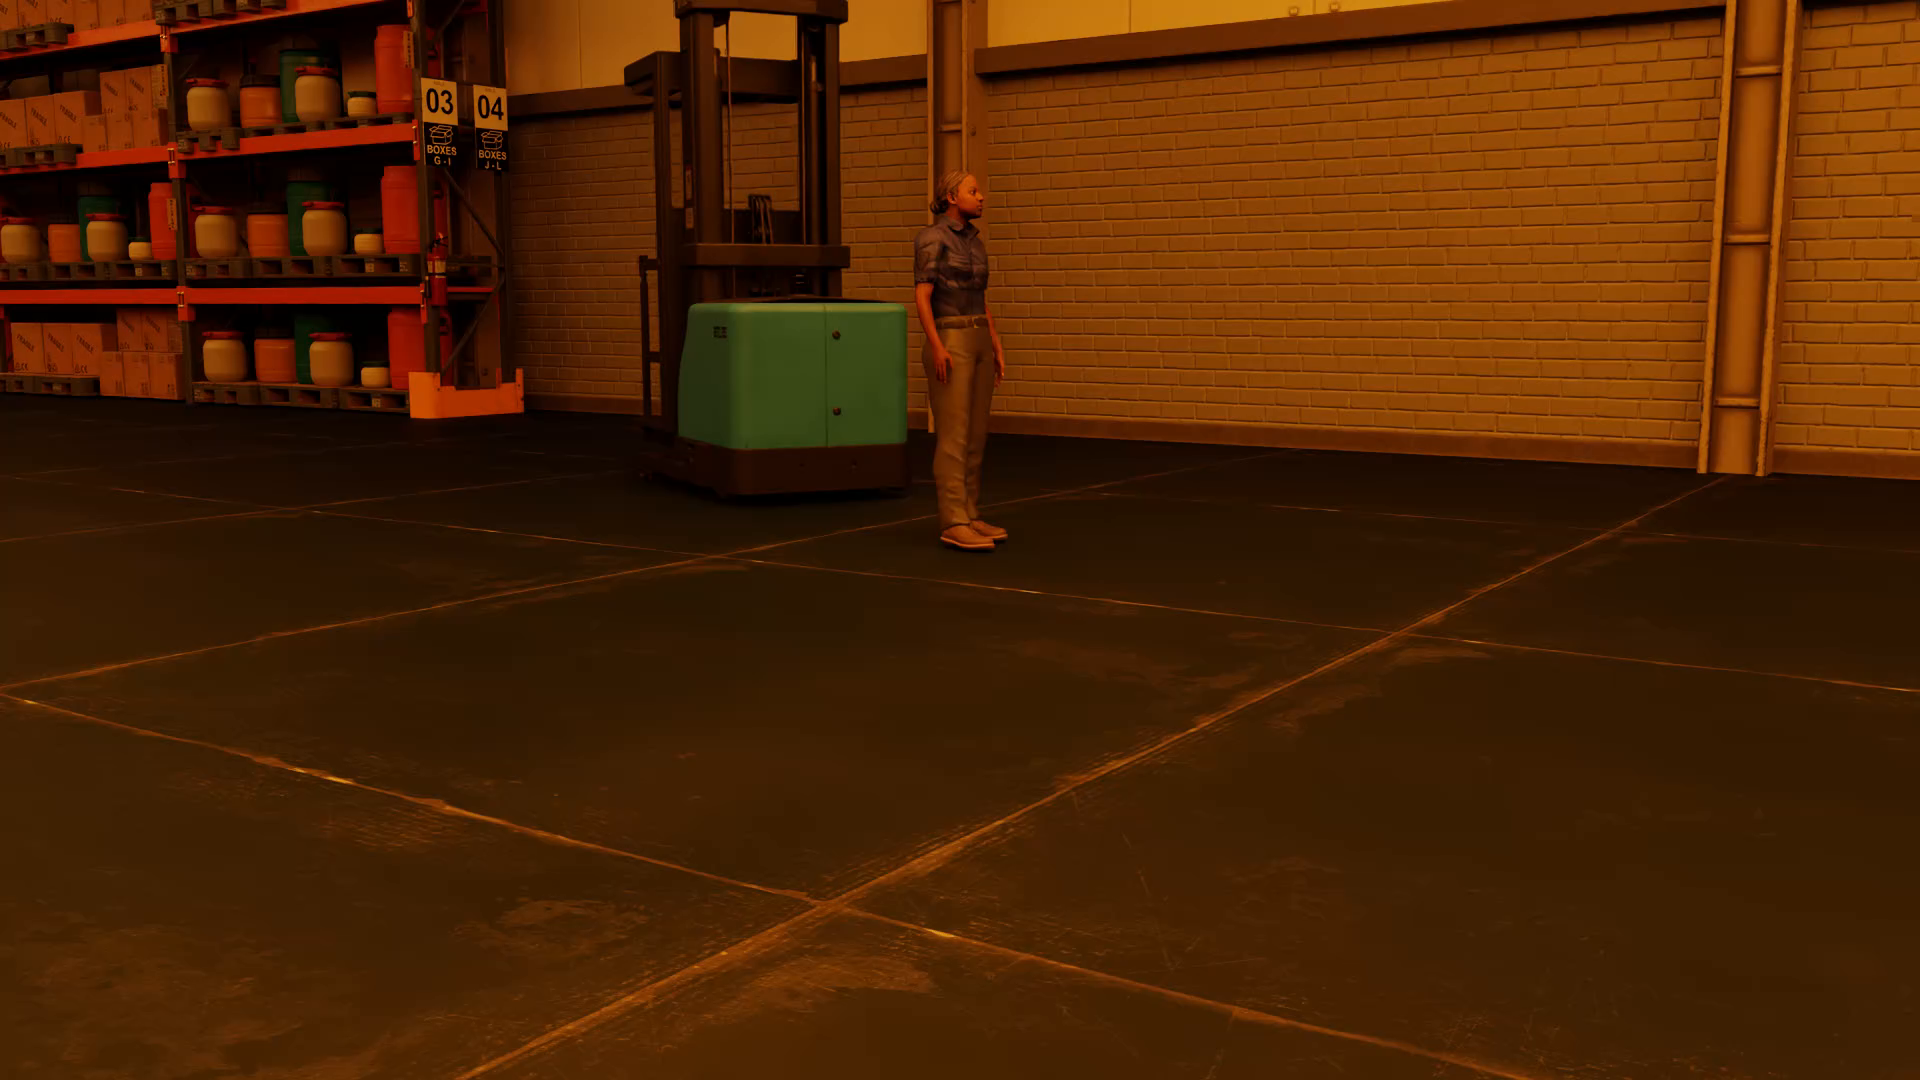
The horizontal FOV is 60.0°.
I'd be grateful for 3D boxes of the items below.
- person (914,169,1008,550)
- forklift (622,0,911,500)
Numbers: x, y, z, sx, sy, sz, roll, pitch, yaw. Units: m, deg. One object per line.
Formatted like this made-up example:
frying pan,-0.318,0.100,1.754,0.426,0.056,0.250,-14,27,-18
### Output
person,0.062,-0.817,7.421,0.503,1.656,0.569,5,10,34
forklift,-1.369,-1.835,10.099,1.130,2.935,3.031,-4,9,-26
